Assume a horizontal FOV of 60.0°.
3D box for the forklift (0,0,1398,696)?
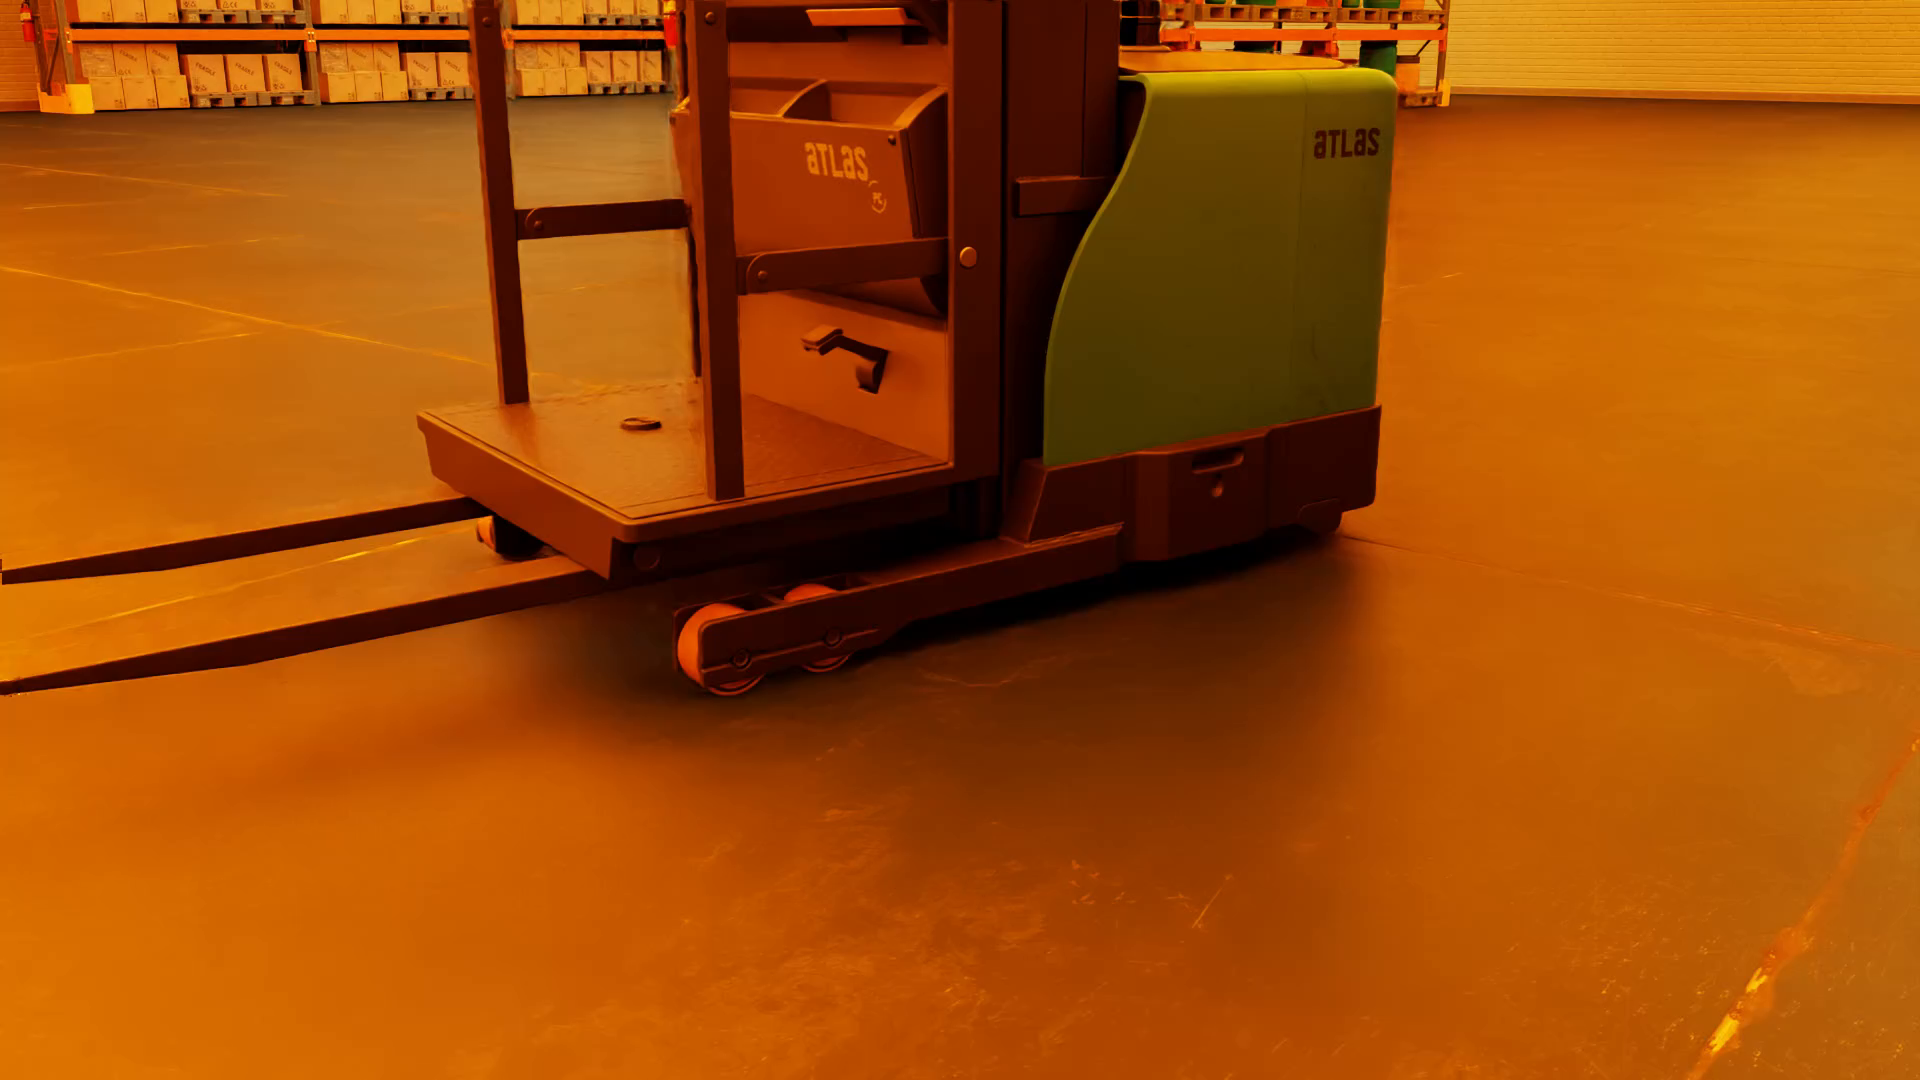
[{"bbox_3d":[-0.491,-1.294,3.158,3.031,2.935,1.130,-12,21,-34],"label":"forklift"}]
